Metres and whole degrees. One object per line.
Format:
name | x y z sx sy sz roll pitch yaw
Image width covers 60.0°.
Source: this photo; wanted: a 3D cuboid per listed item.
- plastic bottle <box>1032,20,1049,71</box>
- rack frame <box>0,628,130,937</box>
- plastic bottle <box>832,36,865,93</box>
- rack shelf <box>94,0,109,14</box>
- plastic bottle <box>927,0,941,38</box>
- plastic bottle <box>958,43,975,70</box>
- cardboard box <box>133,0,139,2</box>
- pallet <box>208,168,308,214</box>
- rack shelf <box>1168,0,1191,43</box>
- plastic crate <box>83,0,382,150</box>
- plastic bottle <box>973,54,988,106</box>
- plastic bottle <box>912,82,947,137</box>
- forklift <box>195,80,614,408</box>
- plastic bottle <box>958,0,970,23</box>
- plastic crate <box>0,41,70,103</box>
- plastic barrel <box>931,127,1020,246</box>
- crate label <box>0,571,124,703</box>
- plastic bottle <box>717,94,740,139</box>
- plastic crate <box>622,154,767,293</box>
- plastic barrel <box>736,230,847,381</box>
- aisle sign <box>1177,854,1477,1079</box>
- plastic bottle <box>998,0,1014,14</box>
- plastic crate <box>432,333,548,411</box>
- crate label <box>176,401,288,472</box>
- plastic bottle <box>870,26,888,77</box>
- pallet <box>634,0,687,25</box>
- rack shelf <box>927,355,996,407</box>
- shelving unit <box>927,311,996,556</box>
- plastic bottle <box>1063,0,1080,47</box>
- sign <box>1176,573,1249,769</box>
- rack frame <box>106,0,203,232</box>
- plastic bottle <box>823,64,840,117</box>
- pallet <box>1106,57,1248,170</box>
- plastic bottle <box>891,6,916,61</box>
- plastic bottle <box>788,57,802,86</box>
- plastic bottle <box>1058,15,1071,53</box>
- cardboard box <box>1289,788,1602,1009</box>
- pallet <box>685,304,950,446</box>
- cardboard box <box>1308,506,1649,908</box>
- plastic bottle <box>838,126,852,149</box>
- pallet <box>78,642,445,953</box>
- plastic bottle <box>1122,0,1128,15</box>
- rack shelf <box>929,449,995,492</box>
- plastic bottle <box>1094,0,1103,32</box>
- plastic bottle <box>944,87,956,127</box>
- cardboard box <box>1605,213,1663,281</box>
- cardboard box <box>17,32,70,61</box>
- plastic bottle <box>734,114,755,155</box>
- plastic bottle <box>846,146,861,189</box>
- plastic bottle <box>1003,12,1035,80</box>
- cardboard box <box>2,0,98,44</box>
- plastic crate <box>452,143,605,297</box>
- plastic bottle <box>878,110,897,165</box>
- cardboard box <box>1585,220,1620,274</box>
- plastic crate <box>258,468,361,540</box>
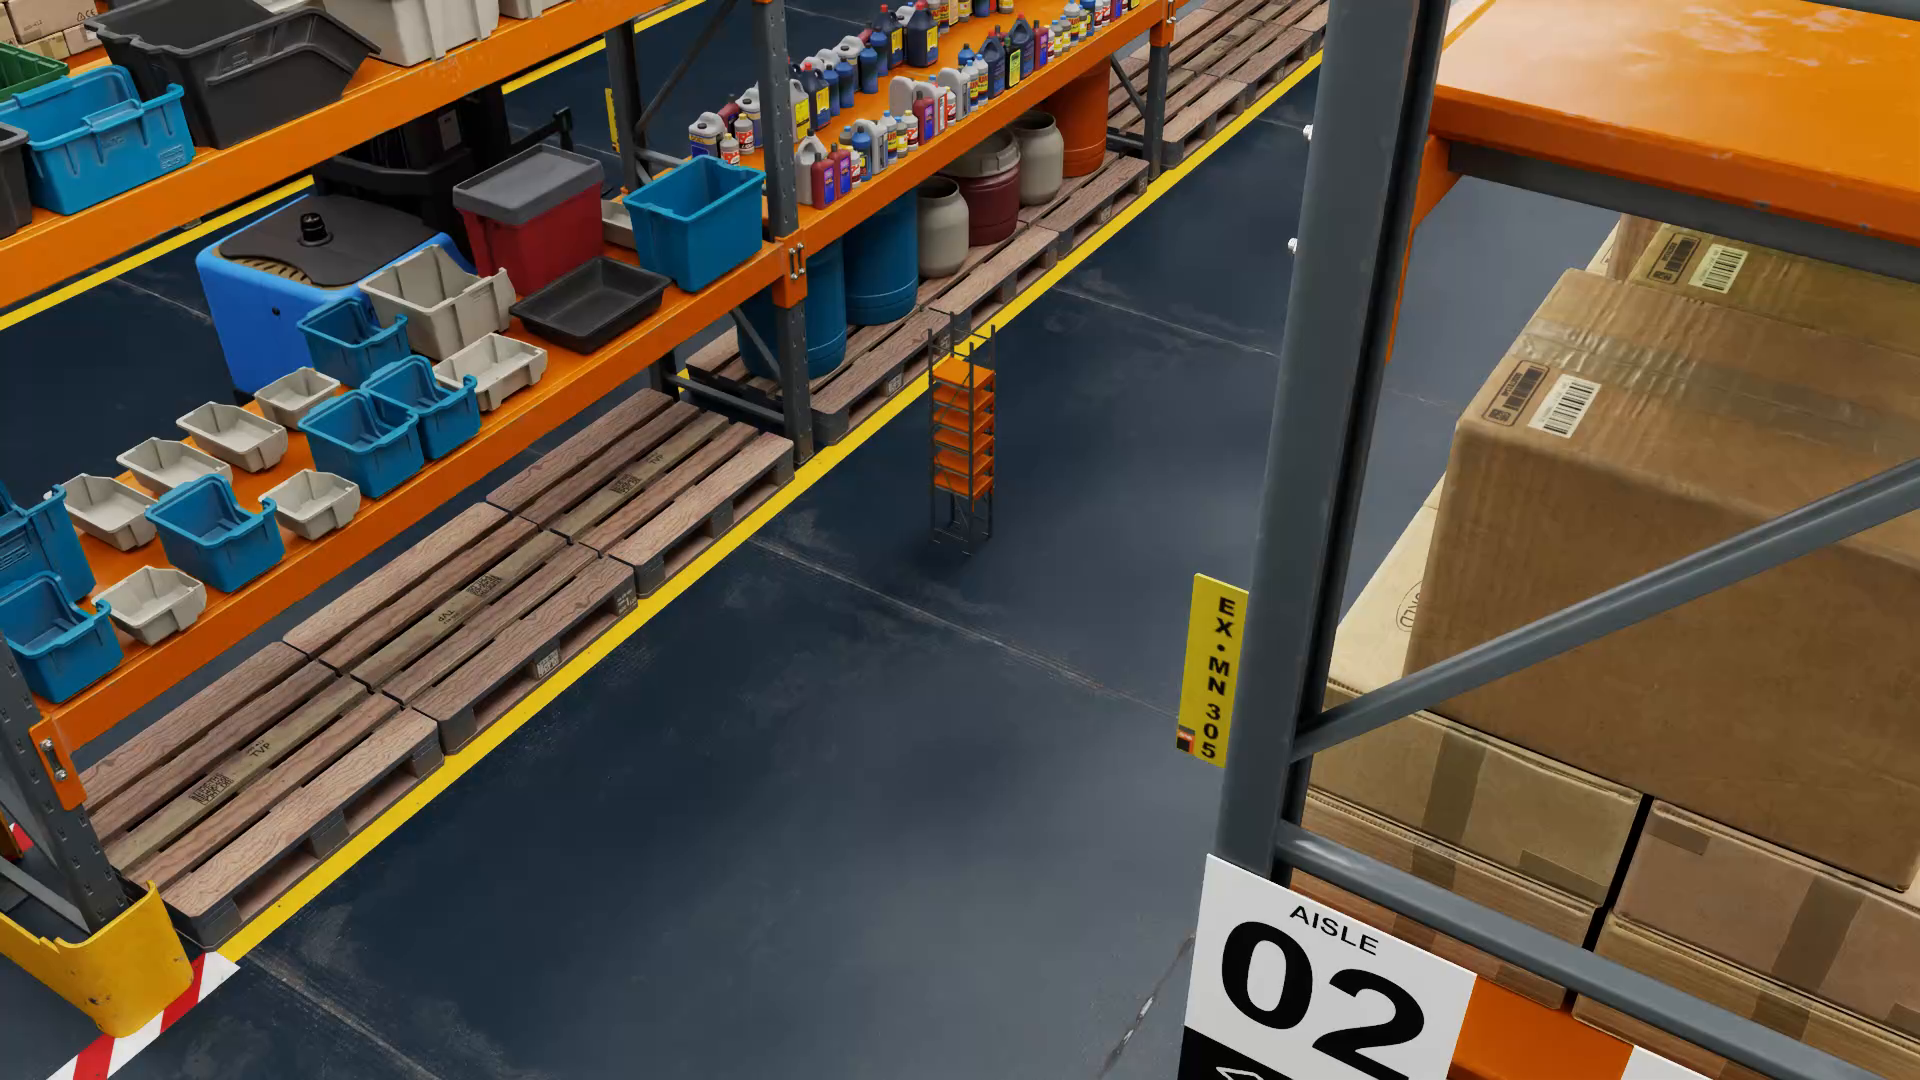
plastic bottle | 0.452 -2.843 9.516 0.061 0.283 0.133 21 42 25
rack frame | -3.365 0.298 5.346 1.000 3.000 0.127 21 42 25
plastic bottle | -0.622 -2.661 9.286 0.152 0.276 0.135 21 42 25
rack shelf | -4.333 -4.130 11.680 1.077 0.370 4.000 21 42 25
plastic bottle | -0.164 -3.131 9.899 0.097 0.271 0.097 0 38 0
plastic bottle | 0.036 -2.622 9.240 0.097 0.271 0.097 0 38 0
cardboard box | -4.947 -3.579 10.294 0.500 0.500 0.500 21 42 25
pallet | -5.055 -2.702 11.522 1.003 0.211 1.213 21 42 25
rack shelf | 1.992 -4.572 12.253 1.077 0.370 4.000 21 42 25
plastic crate | -2.315 -1.563 5.354 0.504 0.338 0.767 21 42 25
plastic bottle | 0.105 -2.525 9.113 0.097 0.271 0.097 0 38 0
plastic bottle | -0.156 -2.306 8.826 0.152 0.276 0.135 21 42 25
forklift | -2.710 -2.397 8.898 1.130 2.935 3.031 18 41 22
plastic bottle | 0.011 -3.272 10.140 0.097 0.201 0.097 0 38 0
plastic crate | -3.078 -1.408 5.276 0.450 0.188 0.336 21 42 25
plastic barrel | 0.068 -2.198 10.214 0.600 0.588 0.708 21 42 25
crate label | -2.955 0.321 5.404 0.416 0.233 0.303 21 42 25
plastic bottle | -1.199 -2.161 8.631 0.061 0.283 0.133 21 42 25
plastic crate | -1.184 -1.429 7.551 0.392 0.384 0.575 21 42 25
plastic barrel | -0.916 -1.374 8.890 0.600 0.901 0.708 21 42 25
aisle sign | 0.520 0.826 2.532 0.394 0.787 0.004 21 42 25
plastic bottle | 0.283 -3.360 10.254 0.097 0.201 0.097 0 38 0
plastic crate | -1.901 -0.687 6.791 0.293 0.136 0.466 21 42 25
crate label | -2.785 -0.397 6.415 0.396 0.136 0.243 21 42 25
plastic bottle | -0.460 -2.777 9.440 0.097 0.271 0.097 0 38 0
pallet | -2.841 -4.744 14.171 1.003 0.211 1.213 21 42 25
rack shelf | 0.008 -0.733 7.640 0.258 0.103 0.180 21 42 25
shelving unit | 0.008 -0.483 7.833 0.258 1.200 0.189 21 42 25
plastic bottle | 0.655 -3.054 9.800 0.097 0.271 0.097 0 38 0
sign | 0.357 0.190 2.305 0.100 0.325 0.005 21 42 25
rack frame | -5.404 -3.384 10.123 1.000 3.000 0.127 21 42 25
plastic bottle | -0.703 -2.439 9.002 0.097 0.271 0.097 0 38 0
pallet | 1.369 -3.108 12.049 1.003 0.211 1.213 21 42 25
plastic bottle | -0.327 -2.945 9.654 0.152 0.276 0.135 21 42 25
plastic bottle | -0.907 -2.421 8.913 0.144 0.351 0.185 21 42 25
plastic bottle | 0.603 -2.976 9.756 0.097 0.201 0.097 0 38 0
cardboard box | 0.868 0.441 2.827 0.500 0.250 0.500 21 42 25
pallet | -0.774 -1.044 9.371 1.003 0.211 1.213 21 42 25
cardboard box | 0.875 0.245 2.671 0.500 0.250 0.500 21 42 25
plastic bottle | -0.572 -2.019 8.515 0.097 0.201 0.097 0 38 0
pallet | -2.891 0.990 6.732 1.003 0.211 1.213 21 42 25
plastic bottle | 0.987 -3.346 10.236 0.097 0.201 0.097 0 38 0
rack shelf | 0.008 -0.352 7.933 0.258 0.103 0.180 21 42 25
plastic bottle | 0.811 -3.177 10.016 0.097 0.201 0.097 0 38 0
plastic bottle | -0.071 -2.328 8.915 0.097 0.201 0.097 0 38 0
cardboard box | 1.593 -0.496 3.019 0.700 0.500 0.500 21 42 25
cardboard box | -5.429 -2.887 9.684 0.380 0.149 0.250 22 43 26
plastic bottle | -1.122 -2.112 8.635 0.097 0.201 0.097 0 38 0
plastic bottle | -0.548 -1.869 8.320 0.097 0.201 0.097 0 38 0
plastic bottle | 0.332 -2.801 9.406 0.144 0.351 0.185 21 42 25
cardboard box | -5.419 -3.129 9.671 0.500 0.250 0.500 20 42 24
plastic crate | -1.912 -1.435 7.492 0.402 0.464 0.583 21 42 25
plastic bottle | -0.371 -2.067 8.519 0.097 0.271 0.097 0 38 0
cardboard box | 1.676 -0.529 3.675 0.500 0.250 0.500 21 42 25
plastic crate | -2.350 -0.129 6.067 0.250 0.136 0.298 21 42 25
